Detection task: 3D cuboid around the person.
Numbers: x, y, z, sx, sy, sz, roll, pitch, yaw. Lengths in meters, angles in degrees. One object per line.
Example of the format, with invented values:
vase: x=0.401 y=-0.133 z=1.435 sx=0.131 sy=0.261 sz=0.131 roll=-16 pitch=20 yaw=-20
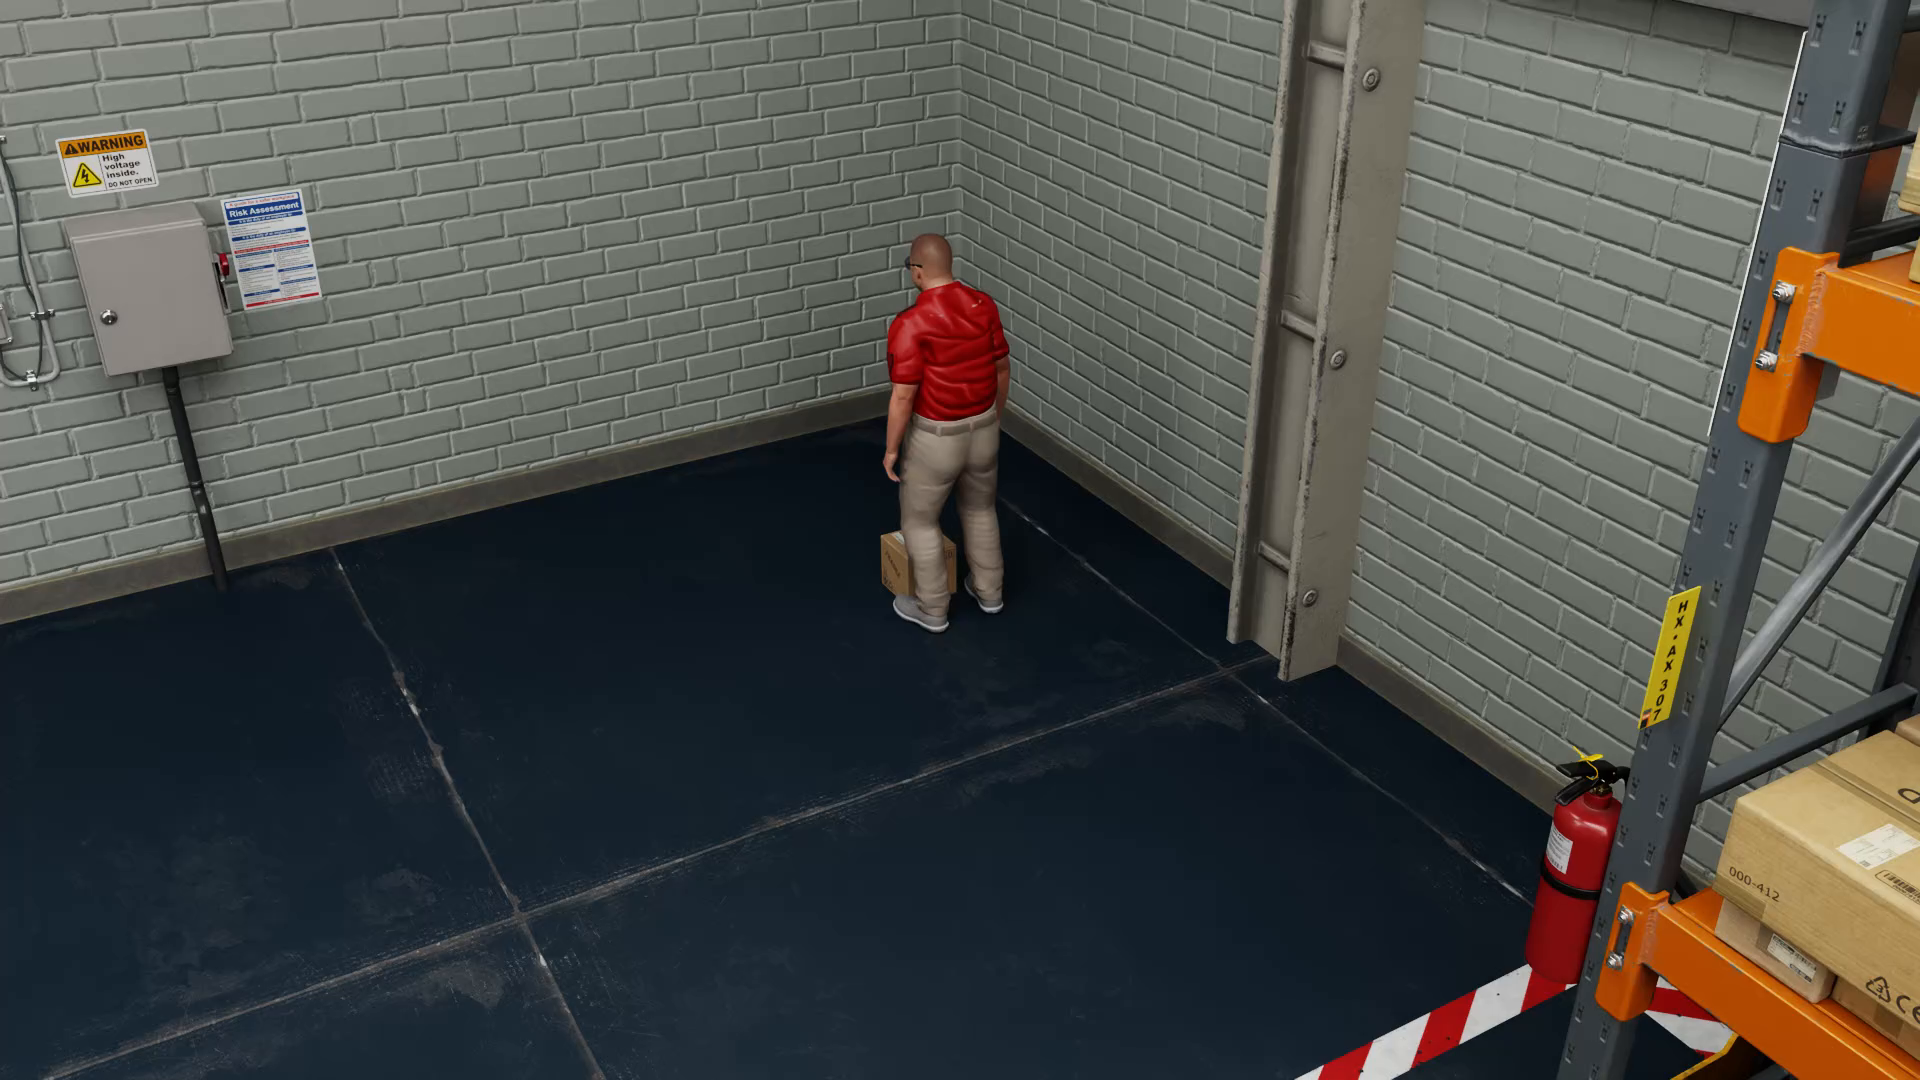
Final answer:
person: x=-0.055 y=-0.432 z=6.925 sx=0.605 sy=1.726 sz=0.394 roll=-18 pitch=34 yaw=-29
